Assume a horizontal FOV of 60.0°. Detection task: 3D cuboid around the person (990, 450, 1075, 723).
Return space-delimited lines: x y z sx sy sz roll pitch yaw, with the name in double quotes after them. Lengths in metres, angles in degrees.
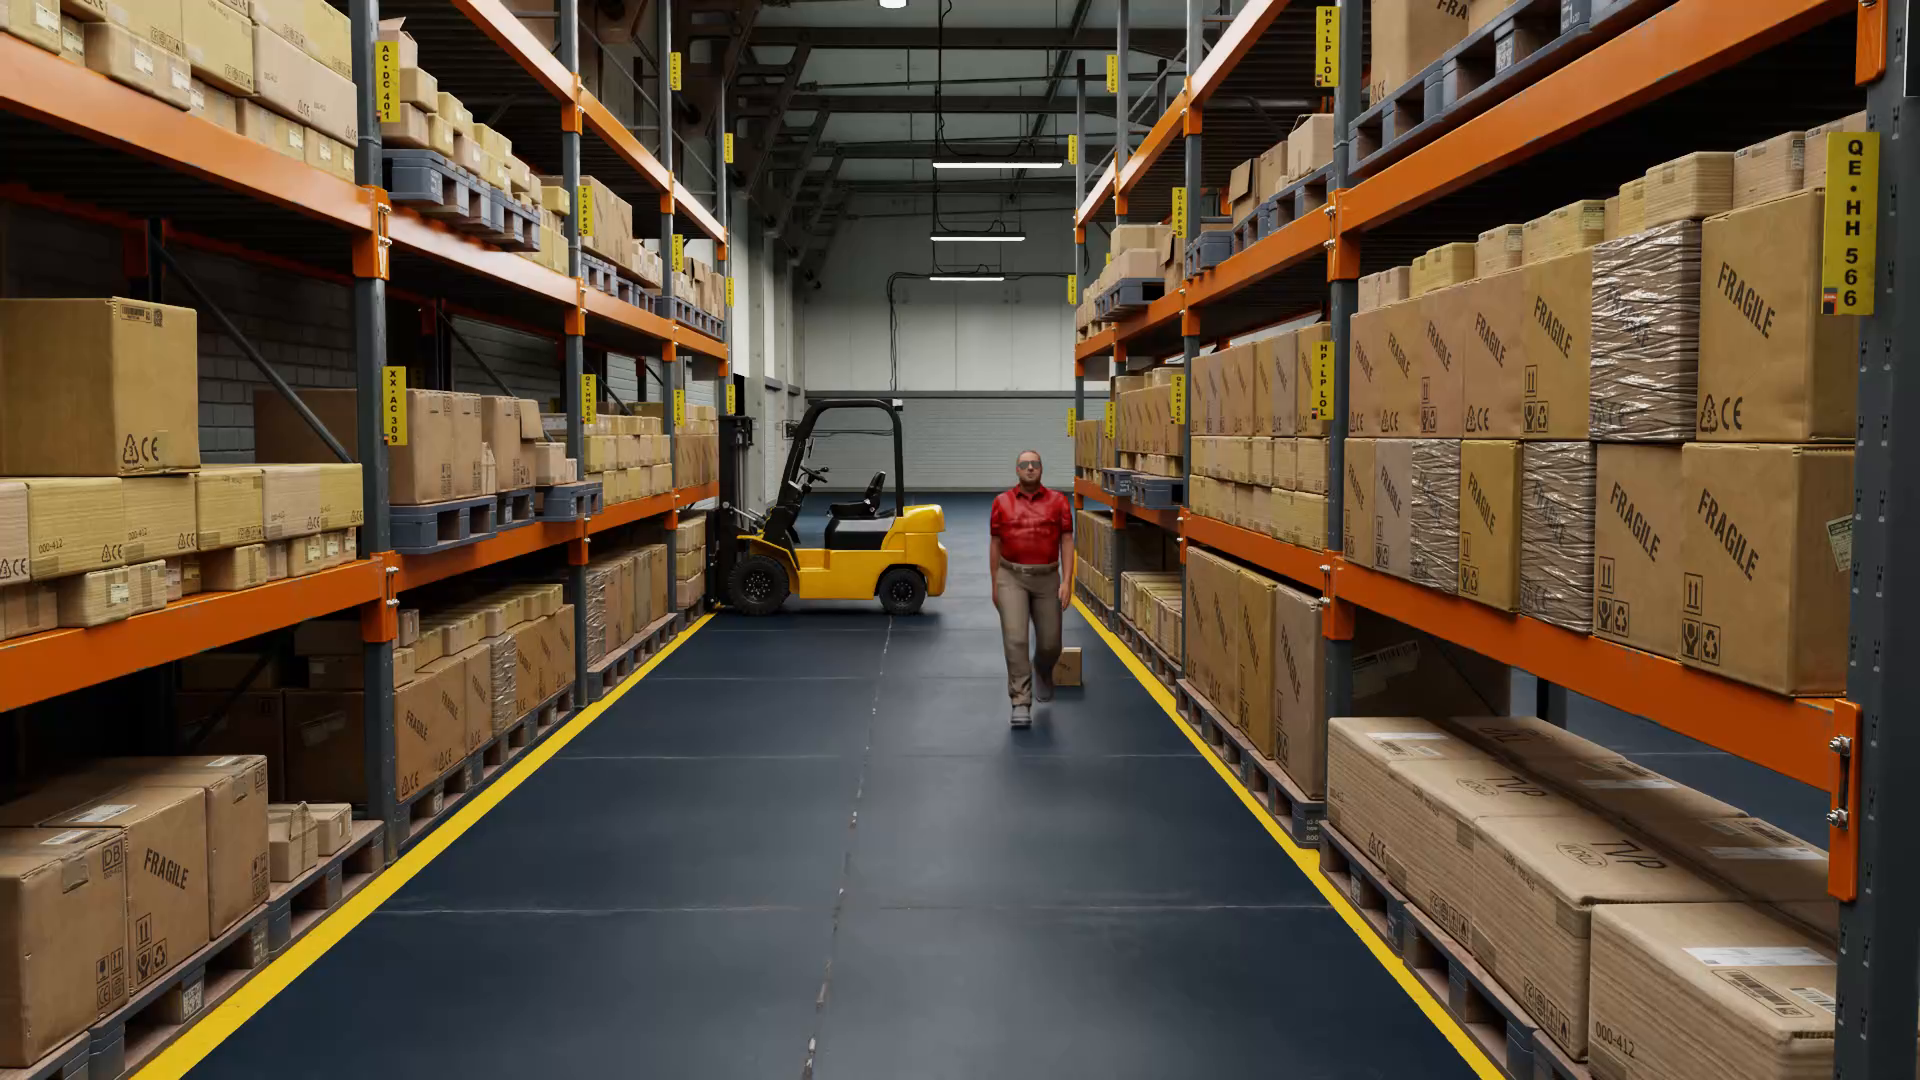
0.457 0.275 10.555 0.538 1.680 0.857 0 4 0 "person"
